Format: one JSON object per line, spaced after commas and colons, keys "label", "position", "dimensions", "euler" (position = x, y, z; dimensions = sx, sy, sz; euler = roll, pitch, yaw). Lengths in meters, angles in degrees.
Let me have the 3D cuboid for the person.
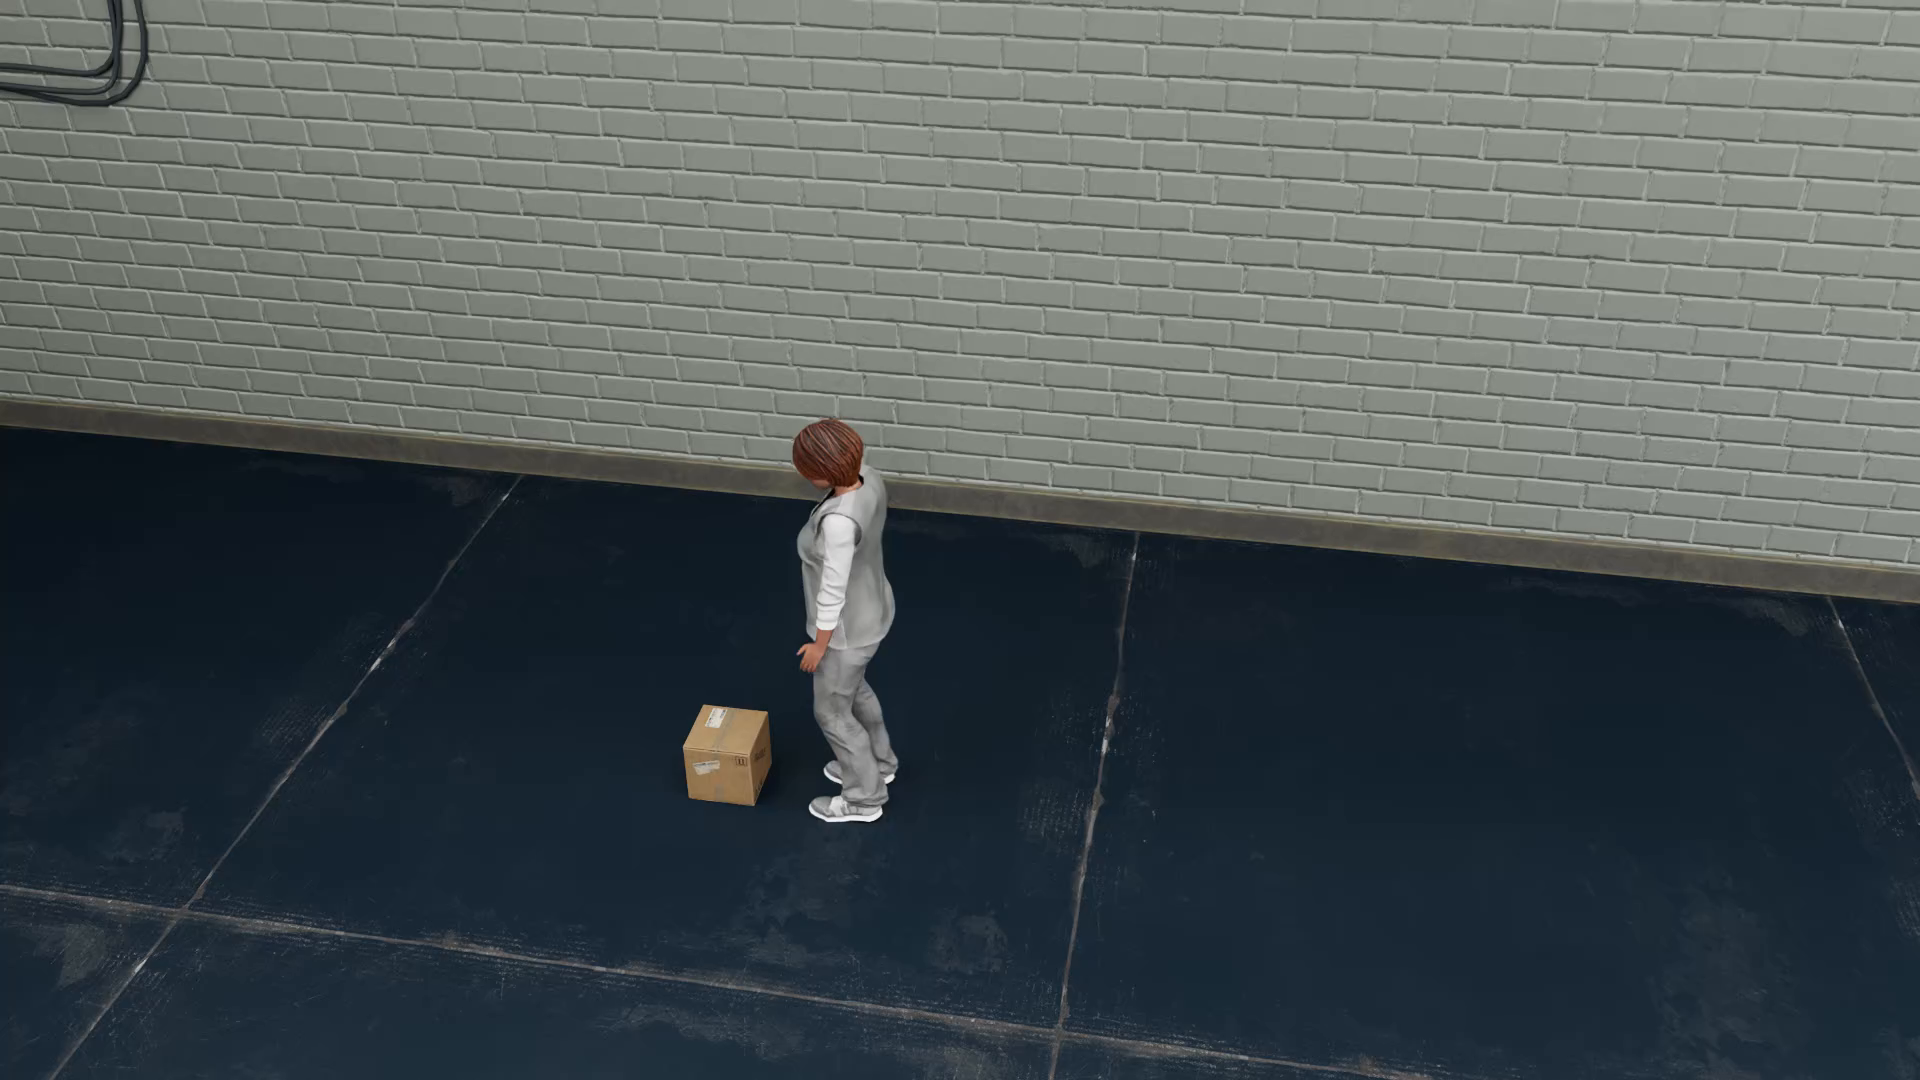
{"label": "person", "position": [-0.381, 0.369, 5.741], "dimensions": [0.277, 1.280, 0.410], "euler": [6, 33, 9]}
